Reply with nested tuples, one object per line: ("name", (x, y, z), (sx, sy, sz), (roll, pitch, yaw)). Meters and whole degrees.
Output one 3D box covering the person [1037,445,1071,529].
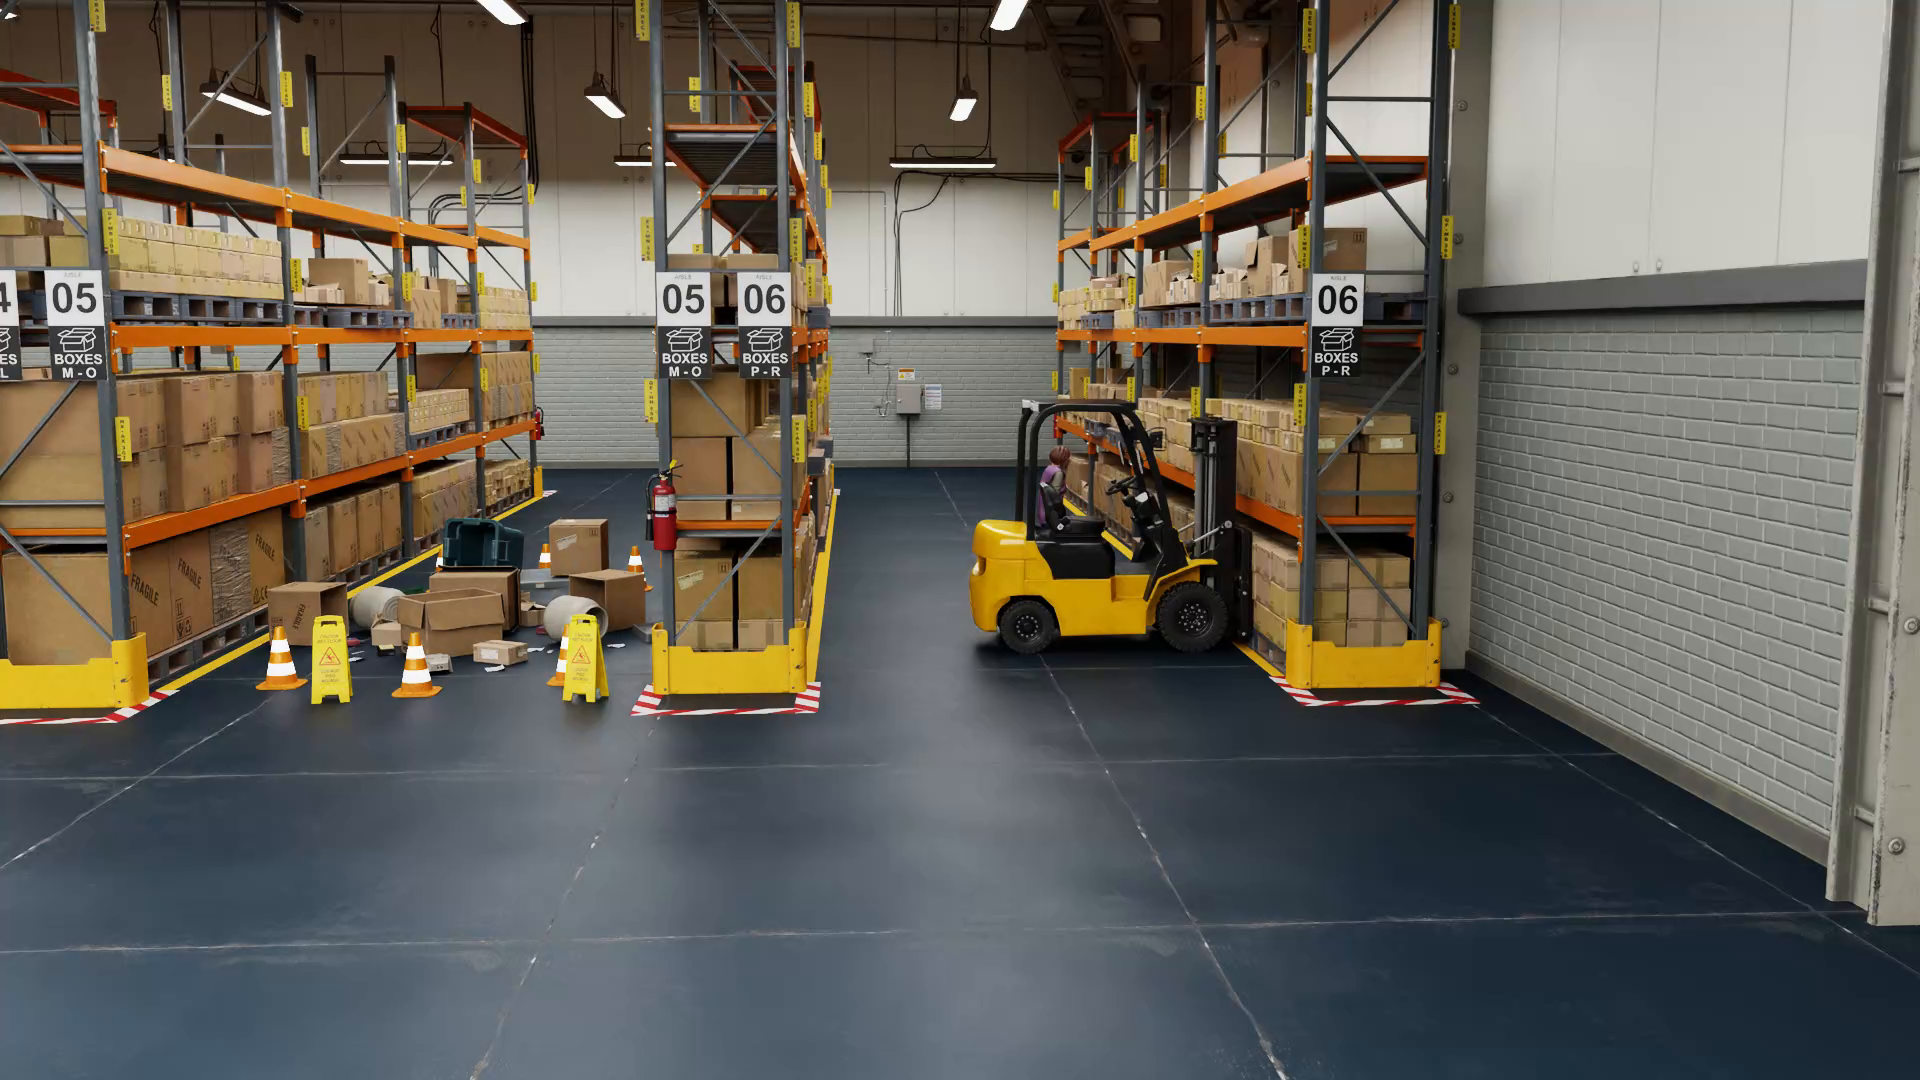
("person", (0.986, -0.191, 17.345), (0.351, 1.592, 0.483), (-1, 7, -7))
